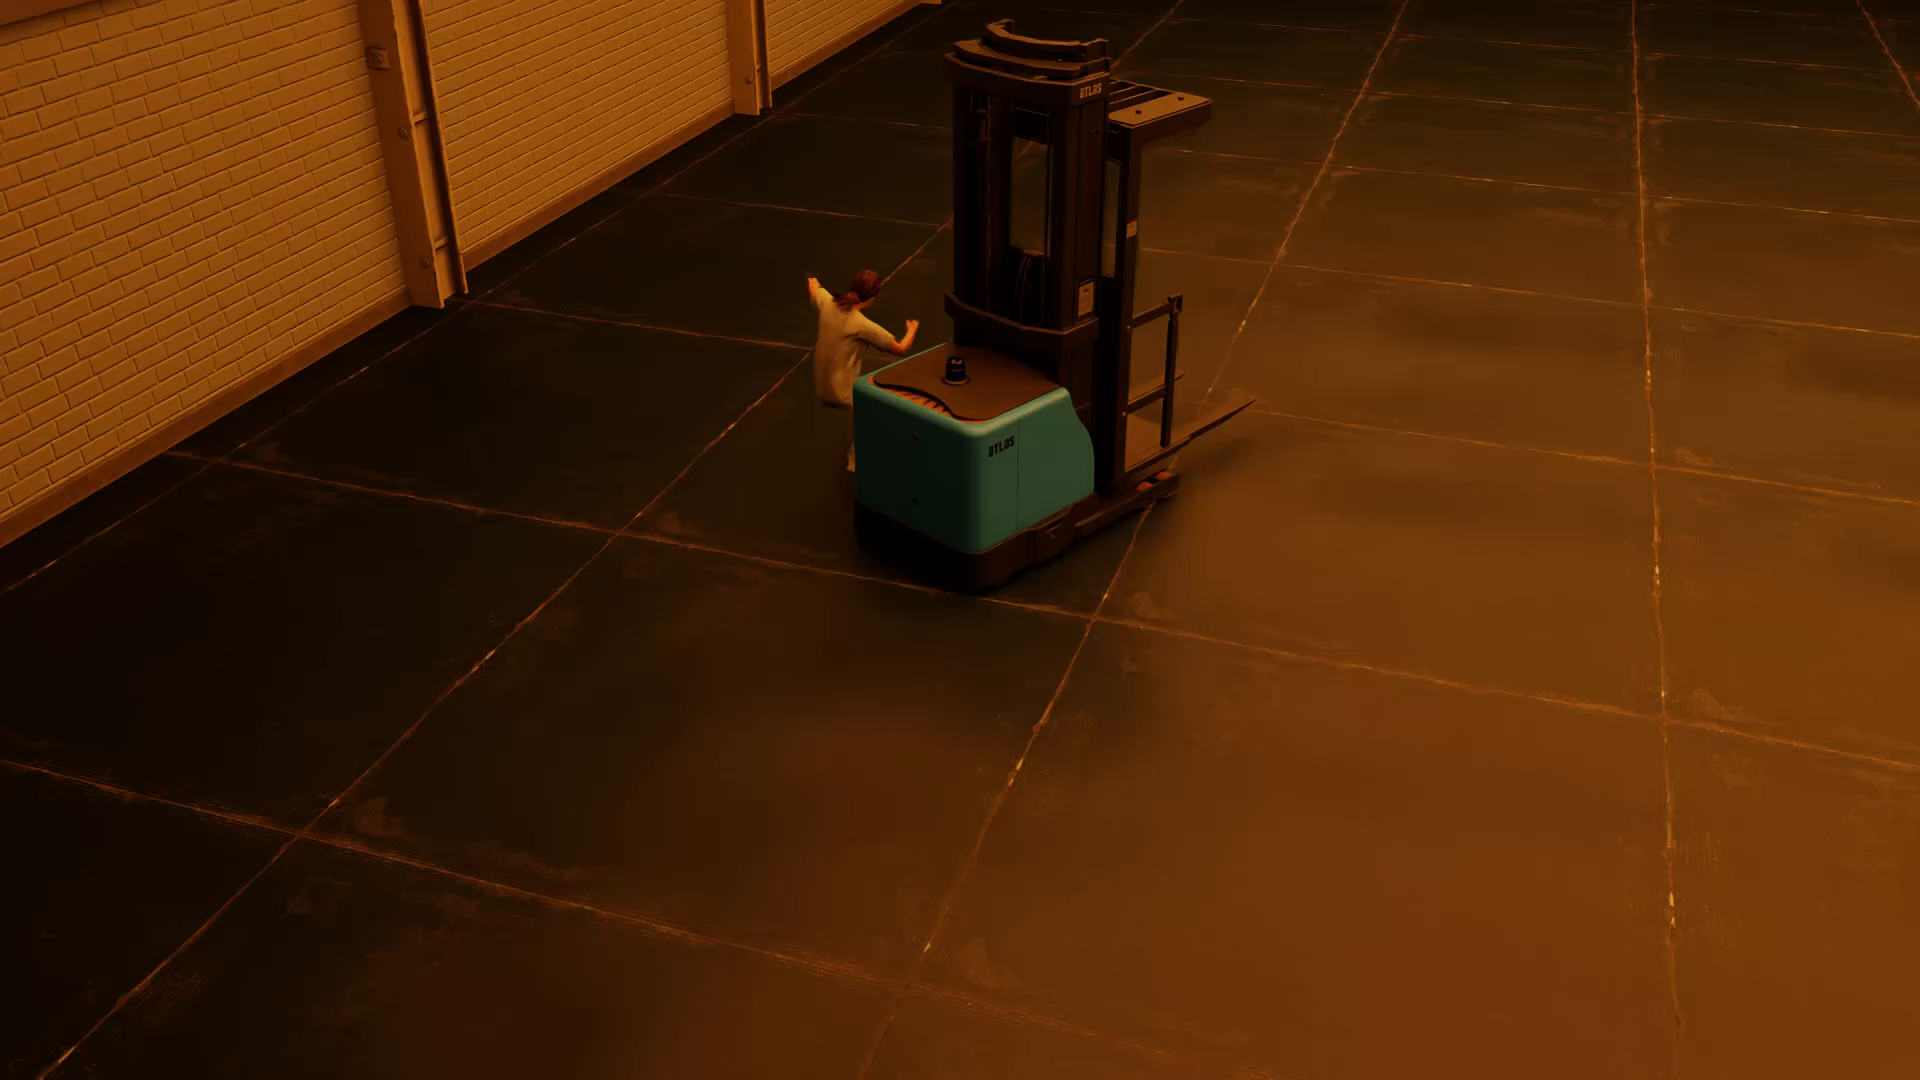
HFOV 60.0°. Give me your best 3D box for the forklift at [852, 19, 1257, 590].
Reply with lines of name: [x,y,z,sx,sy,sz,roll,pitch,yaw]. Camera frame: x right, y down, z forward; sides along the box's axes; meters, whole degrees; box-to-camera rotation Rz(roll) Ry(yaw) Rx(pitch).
forklift: [0.744,-1.626,9.988,1.130,2.935,3.031,25,38,37]

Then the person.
person: [-0.585,-1.079,10.518,0.732,1.328,1.499,-23,37,-34]
